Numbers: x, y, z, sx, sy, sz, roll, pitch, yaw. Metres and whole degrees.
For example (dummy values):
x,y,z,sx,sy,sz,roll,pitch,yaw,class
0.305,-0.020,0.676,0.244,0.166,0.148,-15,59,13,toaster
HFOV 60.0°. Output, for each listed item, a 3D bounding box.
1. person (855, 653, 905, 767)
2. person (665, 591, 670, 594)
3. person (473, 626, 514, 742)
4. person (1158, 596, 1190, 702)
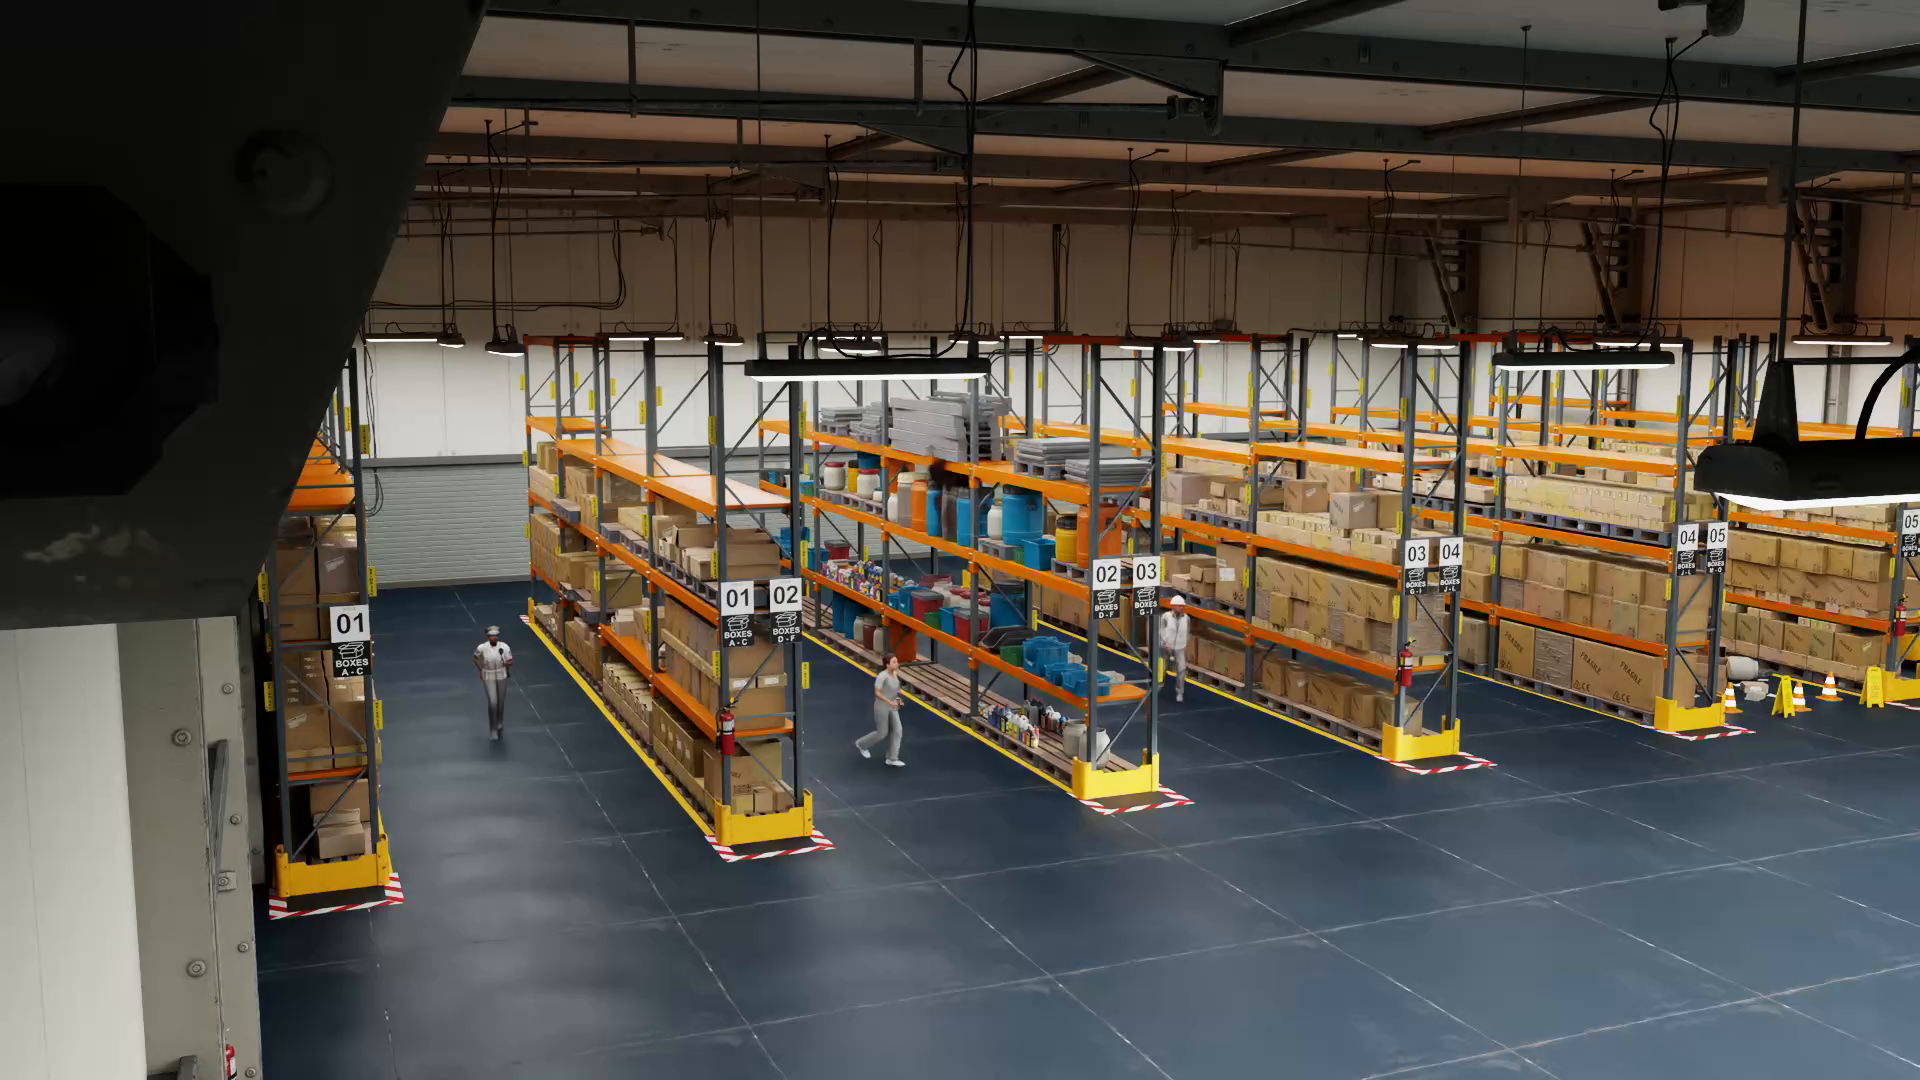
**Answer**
x,y,z,sx,sy,sz,roll,pitch,yaw,class
-1.133,2.393,23.682,0.809,1.625,0.560,5,9,34,person
-5.860,0.957,34.521,0.721,1.595,0.921,-2,8,-13,person
-7.059,2.139,25.237,0.583,1.737,0.744,-3,8,-21,person
3.547,1.770,27.681,0.602,1.719,0.872,0,8,-1,person
